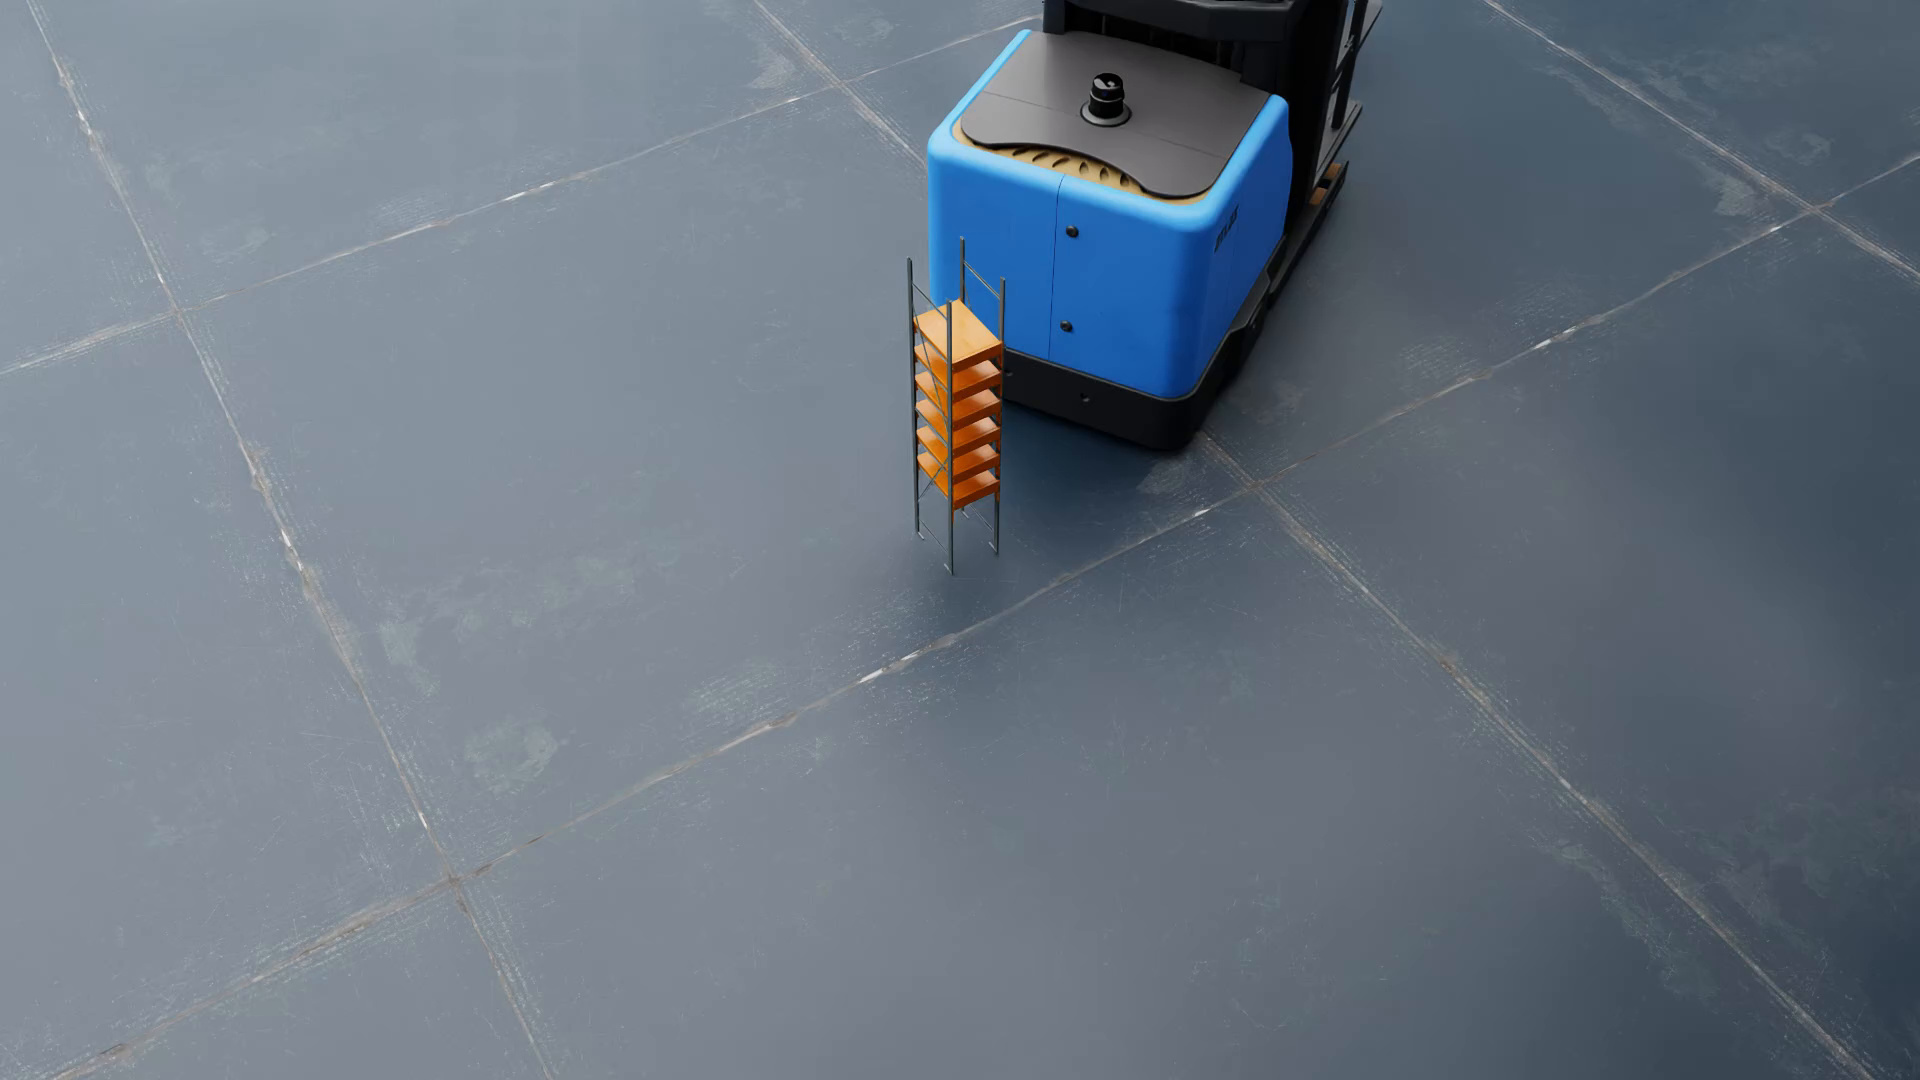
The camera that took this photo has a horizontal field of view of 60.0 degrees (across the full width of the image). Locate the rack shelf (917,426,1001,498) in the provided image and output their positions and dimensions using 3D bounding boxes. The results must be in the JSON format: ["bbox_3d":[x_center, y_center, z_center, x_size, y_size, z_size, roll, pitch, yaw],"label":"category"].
[{"bbox_3d":[-0.012,-0.284,5.420,0.180,0.103,0.258,-25,53,-21],"label":"rack shelf"}]

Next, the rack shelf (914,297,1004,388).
[{"bbox_3d":[-0.012,-0.603,5.061,0.180,0.103,0.258,-25,53,-21],"label":"rack shelf"}]

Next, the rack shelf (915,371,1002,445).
[{"bbox_3d":[-0.012,-0.444,5.240,0.180,0.103,0.258,-25,53,-21],"label":"rack shelf"}]

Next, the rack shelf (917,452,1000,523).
[{"bbox_3d":[-0.012,-0.204,5.509,0.180,0.103,0.258,-25,53,-21],"label":"rack shelf"}]

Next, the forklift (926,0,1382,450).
[{"bbox_3d":[0.977,-2.410,5.933,1.130,2.935,3.031,20,51,17],"label":"forklift"}]

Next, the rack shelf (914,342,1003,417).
[{"bbox_3d":[-0.012,-0.523,5.151,0.180,0.103,0.258,-25,53,-21],"label":"rack shelf"}]

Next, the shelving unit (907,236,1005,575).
[{"bbox_3d":[-0.012,-0.393,5.297,0.189,1.200,0.258,-25,53,-21],"label":"shelving unit"}]

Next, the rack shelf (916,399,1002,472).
[{"bbox_3d":[-0.012,-0.364,5.330,0.180,0.103,0.258,-25,53,-21],"label":"rack shelf"}]

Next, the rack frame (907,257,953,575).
[{"bbox_3d":[-0.090,-0.357,5.264,0.006,1.200,0.240,-25,53,-21],"label":"rack frame"}]

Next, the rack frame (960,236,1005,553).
[{"bbox_3d":[0.065,-0.430,5.329,0.006,1.200,0.240,-25,53,-21],"label":"rack frame"}]
